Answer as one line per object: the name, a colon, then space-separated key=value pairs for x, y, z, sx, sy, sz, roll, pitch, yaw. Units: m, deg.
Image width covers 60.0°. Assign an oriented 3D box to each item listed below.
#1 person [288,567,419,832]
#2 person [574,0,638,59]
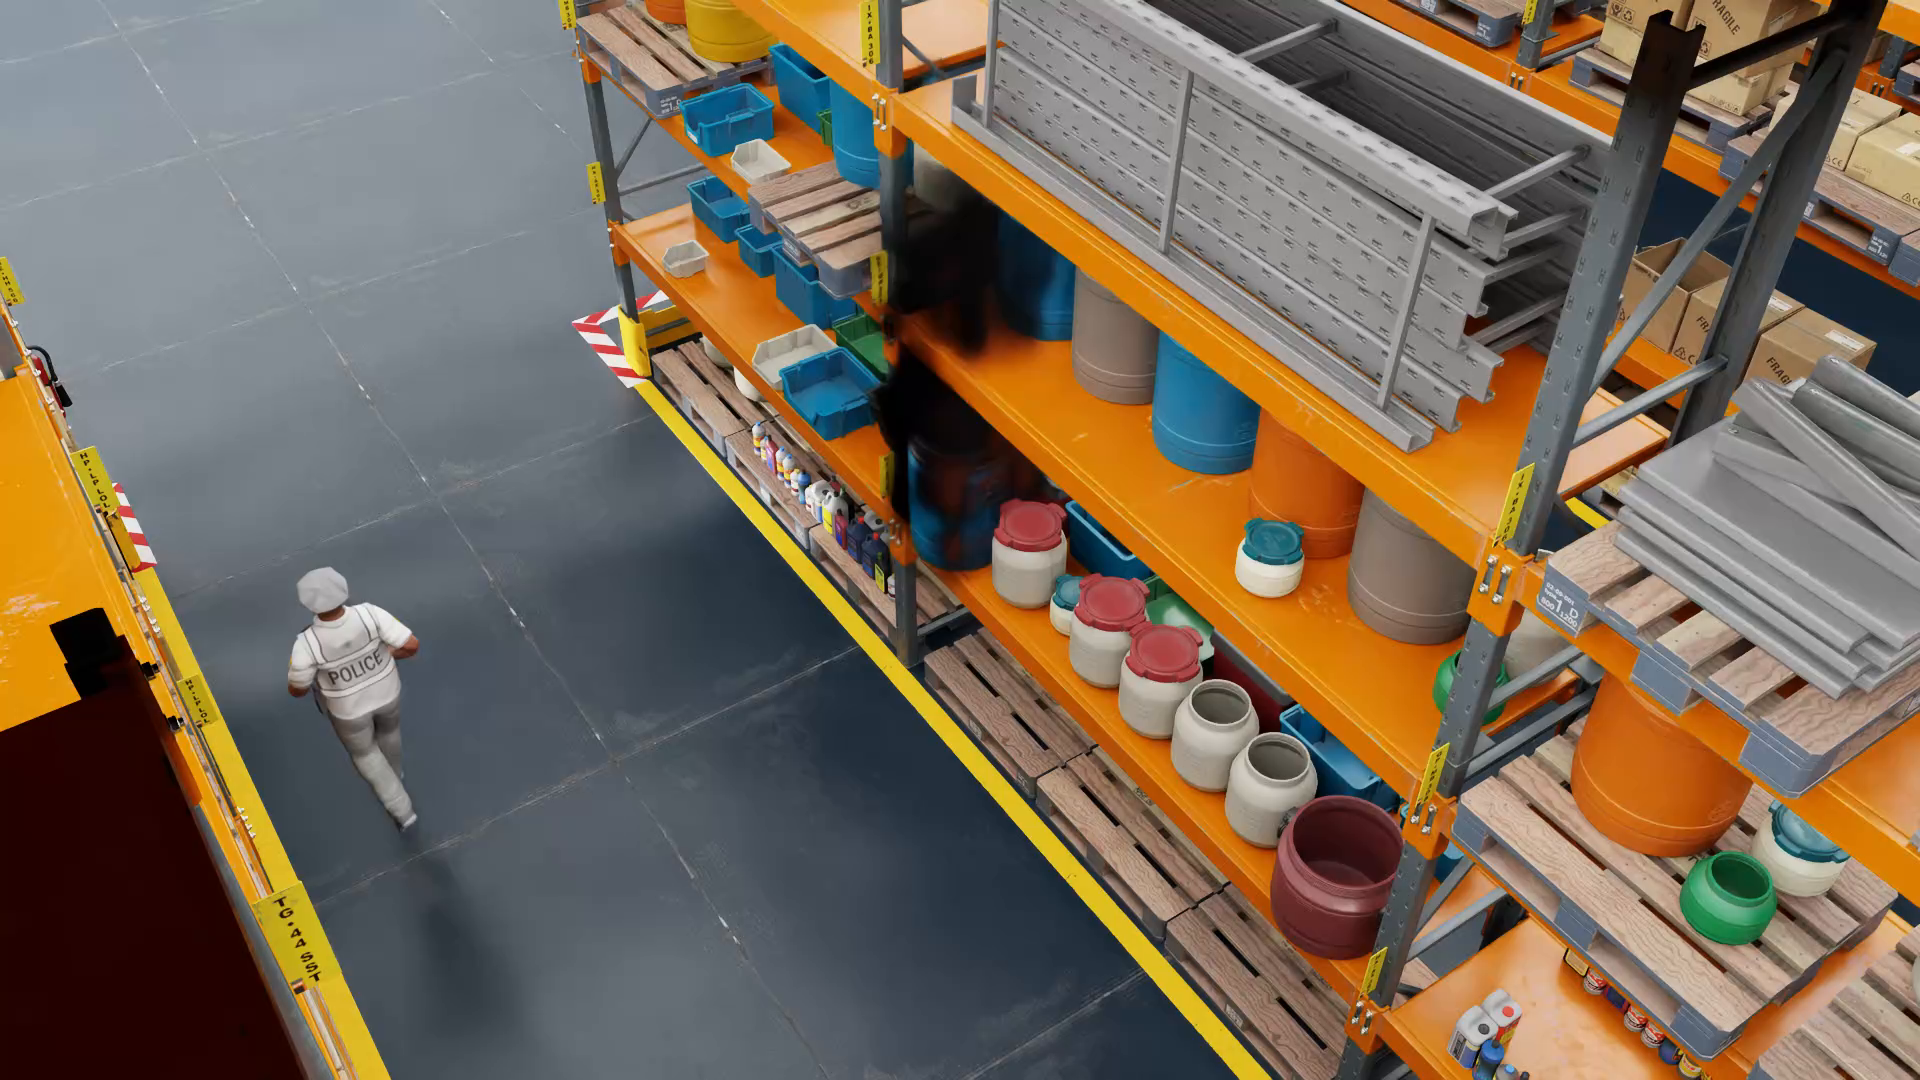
person: x=-3.297 y=0.854 z=9.134 sx=0.684 sy=1.835 sz=0.765 roll=-31 pitch=51 yaw=-29
person: x=-3.544 y=-5.704 z=16.709 sx=0.919 sy=1.729 sz=0.621 roll=-6 pitch=43 yaw=-6
